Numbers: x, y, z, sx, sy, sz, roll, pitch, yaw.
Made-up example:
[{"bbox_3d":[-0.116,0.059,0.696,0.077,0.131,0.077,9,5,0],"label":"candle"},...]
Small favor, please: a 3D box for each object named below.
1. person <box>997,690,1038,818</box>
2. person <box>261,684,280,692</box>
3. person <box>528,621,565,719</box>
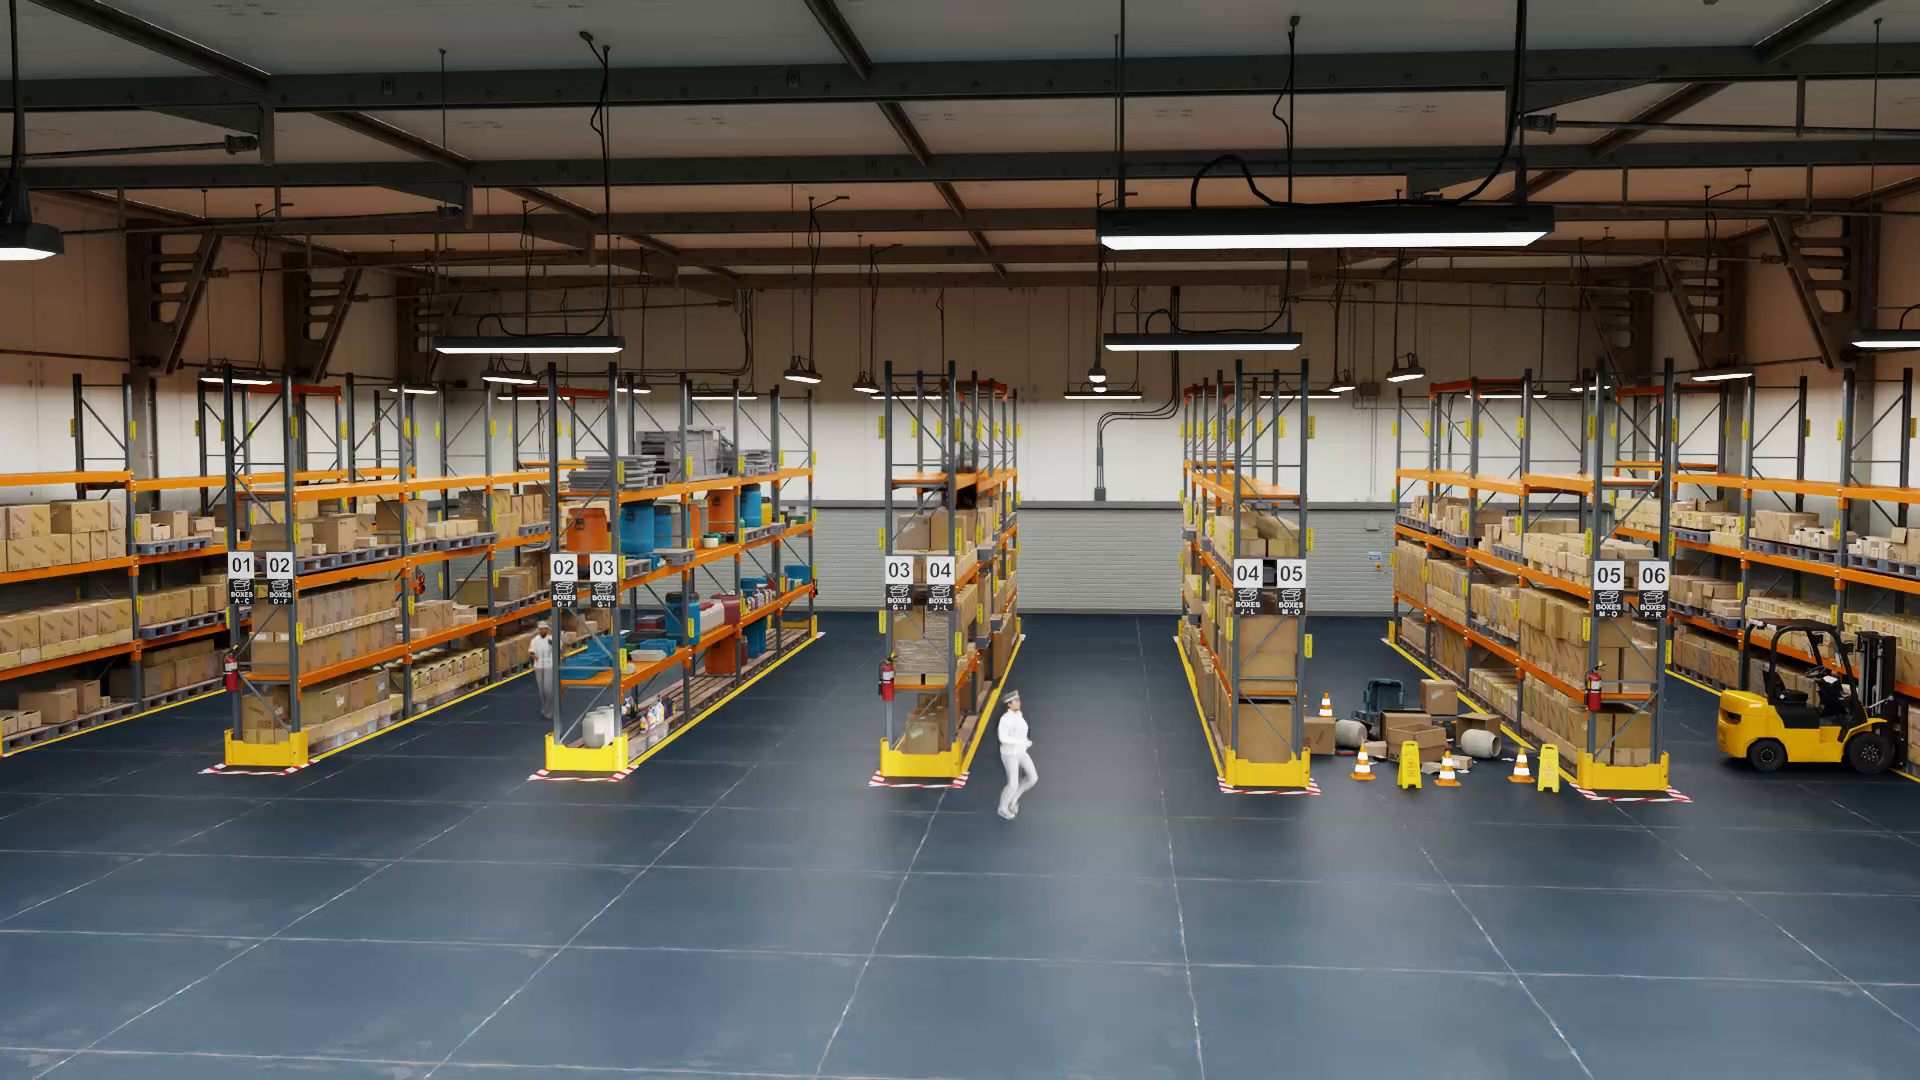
[{"bbox_3d":[0.728,2.754,21.375,0.562,1.663,0.671,2,4,33],"label":"person"},{"bbox_3d":[-11.850,2.301,28.647,0.537,1.585,0.893,0,4,3],"label":"person"},{"bbox_3d":[-7.225,2.269,29.003,0.584,1.745,0.718,0,4,2],"label":"person"}]
